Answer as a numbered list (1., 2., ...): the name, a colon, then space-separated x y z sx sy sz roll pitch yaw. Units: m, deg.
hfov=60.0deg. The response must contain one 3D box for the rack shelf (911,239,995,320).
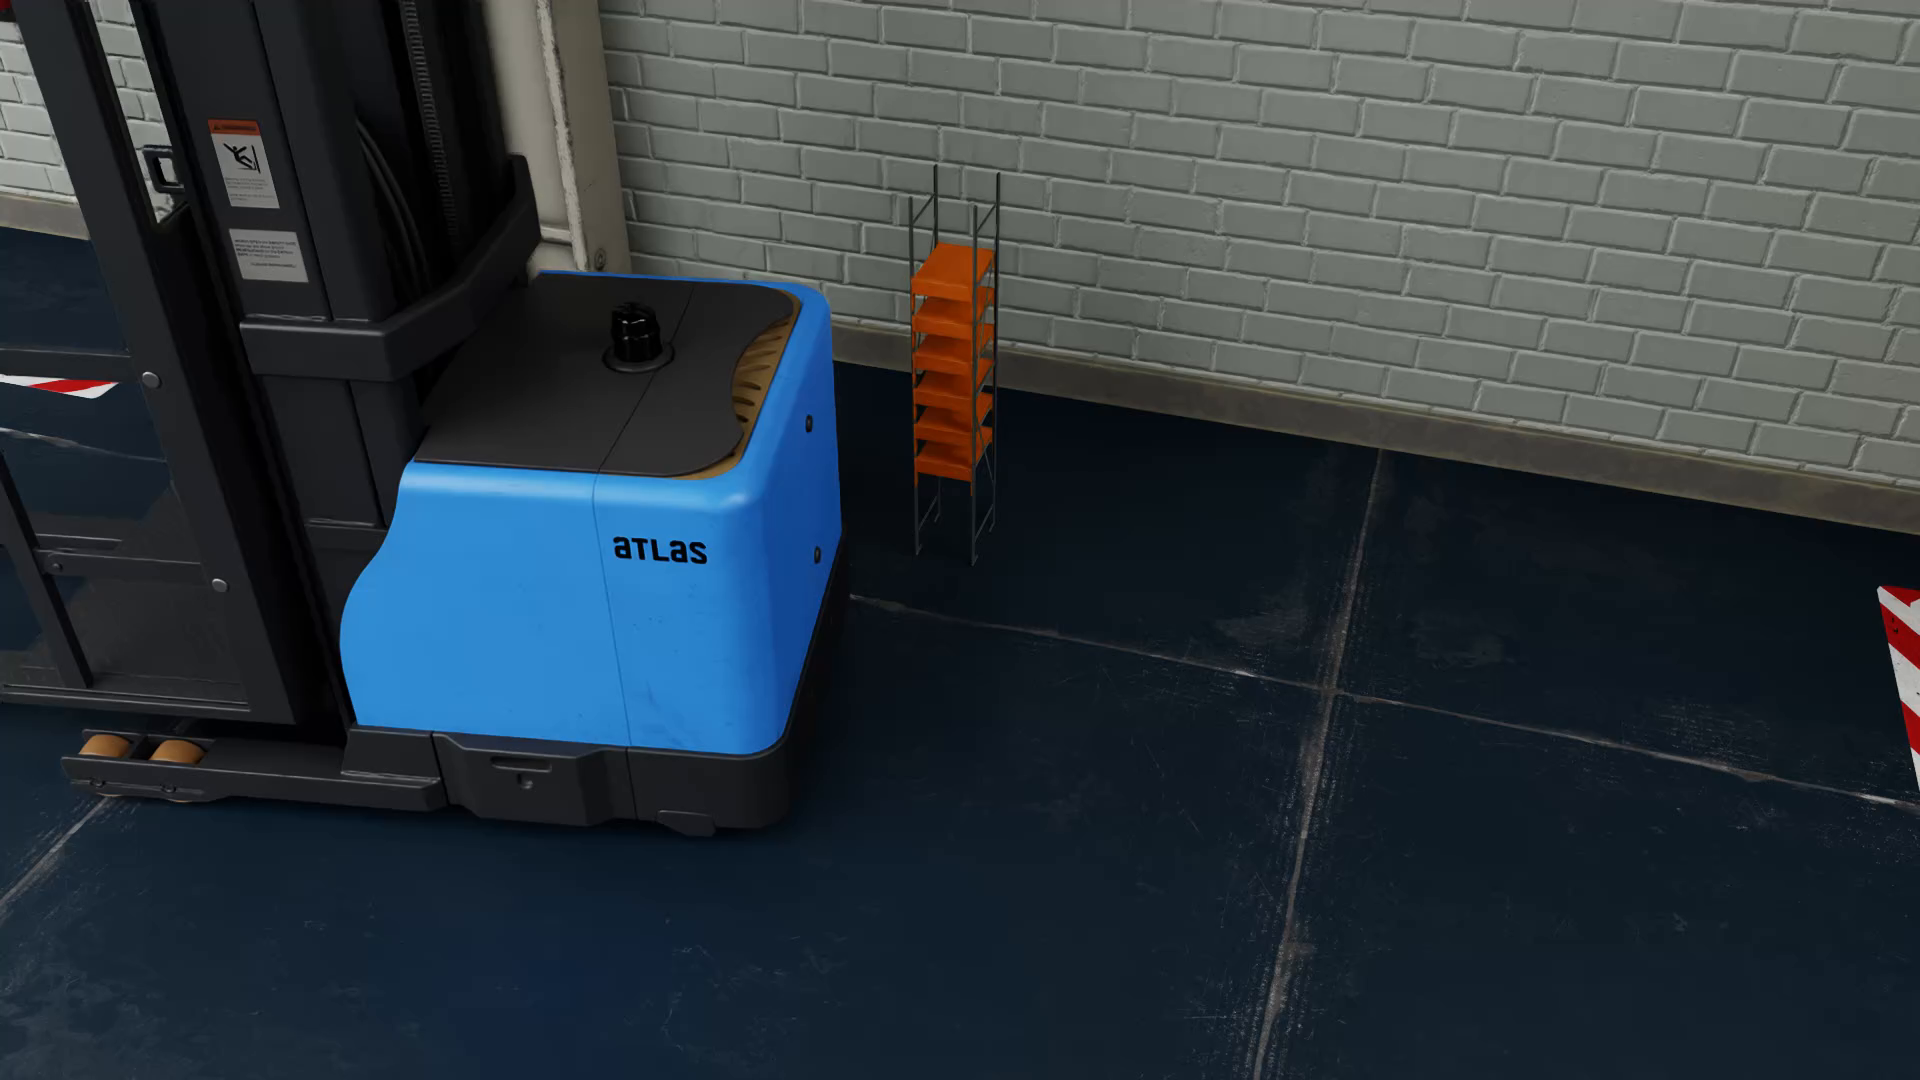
1. rack shelf: -0.014 -0.740 4.711 0.180 0.103 0.258 10 38 14

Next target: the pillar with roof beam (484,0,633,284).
1. pillar with roof beam: -2.746 -1.965 0.328 0.400 9.000 9.100 10 38 14

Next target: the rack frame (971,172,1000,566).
1. rack frame: 0.074 -0.470 4.876 0.006 1.200 0.240 10 38 14

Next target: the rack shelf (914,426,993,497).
1. rack shelf: -0.014 -0.257 5.066 0.180 0.103 0.258 10 38 14

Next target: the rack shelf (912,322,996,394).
1. rack shelf: -0.014 -0.547 4.853 0.180 0.103 0.258 10 38 14

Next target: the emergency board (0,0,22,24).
1. emergency board: -3.810 -2.443 6.038 0.643 1.169 0.194 10 38 14

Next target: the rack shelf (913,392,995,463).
1. rack shelf: -0.014 -0.353 4.995 0.180 0.103 0.258 10 38 14

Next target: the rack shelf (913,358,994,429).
1. rack shelf: -0.014 -0.450 4.924 0.180 0.103 0.258 10 38 14

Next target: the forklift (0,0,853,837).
1. forklift: -1.870 -0.804 3.869 3.031 2.935 1.130 4 37 5

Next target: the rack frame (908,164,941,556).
1. rack frame: -0.101 -0.502 4.920 0.006 1.200 0.240 10 38 14

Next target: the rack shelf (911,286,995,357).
1. rack shelf: -0.014 -0.643 4.782 0.180 0.103 0.258 10 38 14

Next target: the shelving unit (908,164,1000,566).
1. shelving unit: -0.014 -0.486 4.898 0.189 1.200 0.258 10 38 14
